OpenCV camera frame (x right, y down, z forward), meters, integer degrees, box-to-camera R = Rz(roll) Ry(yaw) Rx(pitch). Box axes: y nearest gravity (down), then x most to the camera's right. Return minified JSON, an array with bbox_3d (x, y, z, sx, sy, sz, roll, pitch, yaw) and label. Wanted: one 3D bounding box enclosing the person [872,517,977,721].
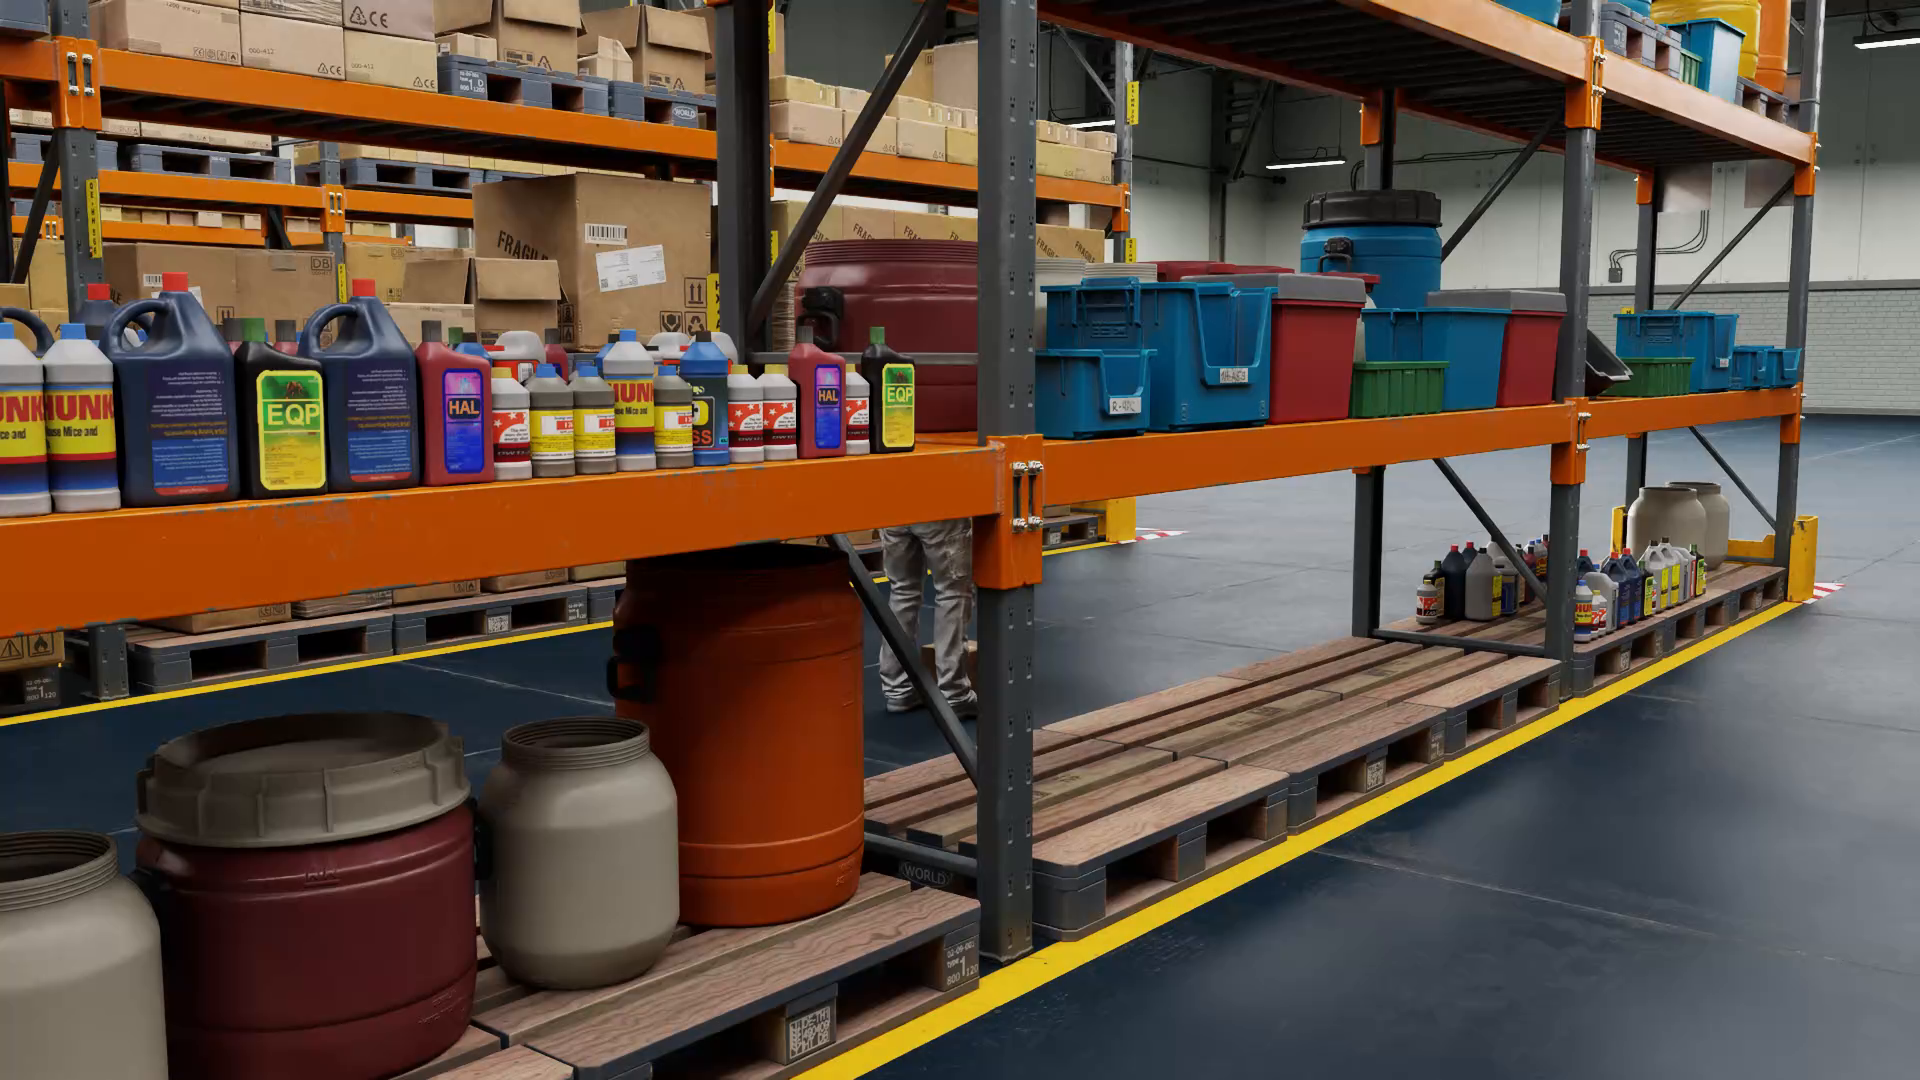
[{"bbox_3d":[-0.142,-0.153,6.995,0.629,1.775,0.444,5,8,35],"label":"person"}]
